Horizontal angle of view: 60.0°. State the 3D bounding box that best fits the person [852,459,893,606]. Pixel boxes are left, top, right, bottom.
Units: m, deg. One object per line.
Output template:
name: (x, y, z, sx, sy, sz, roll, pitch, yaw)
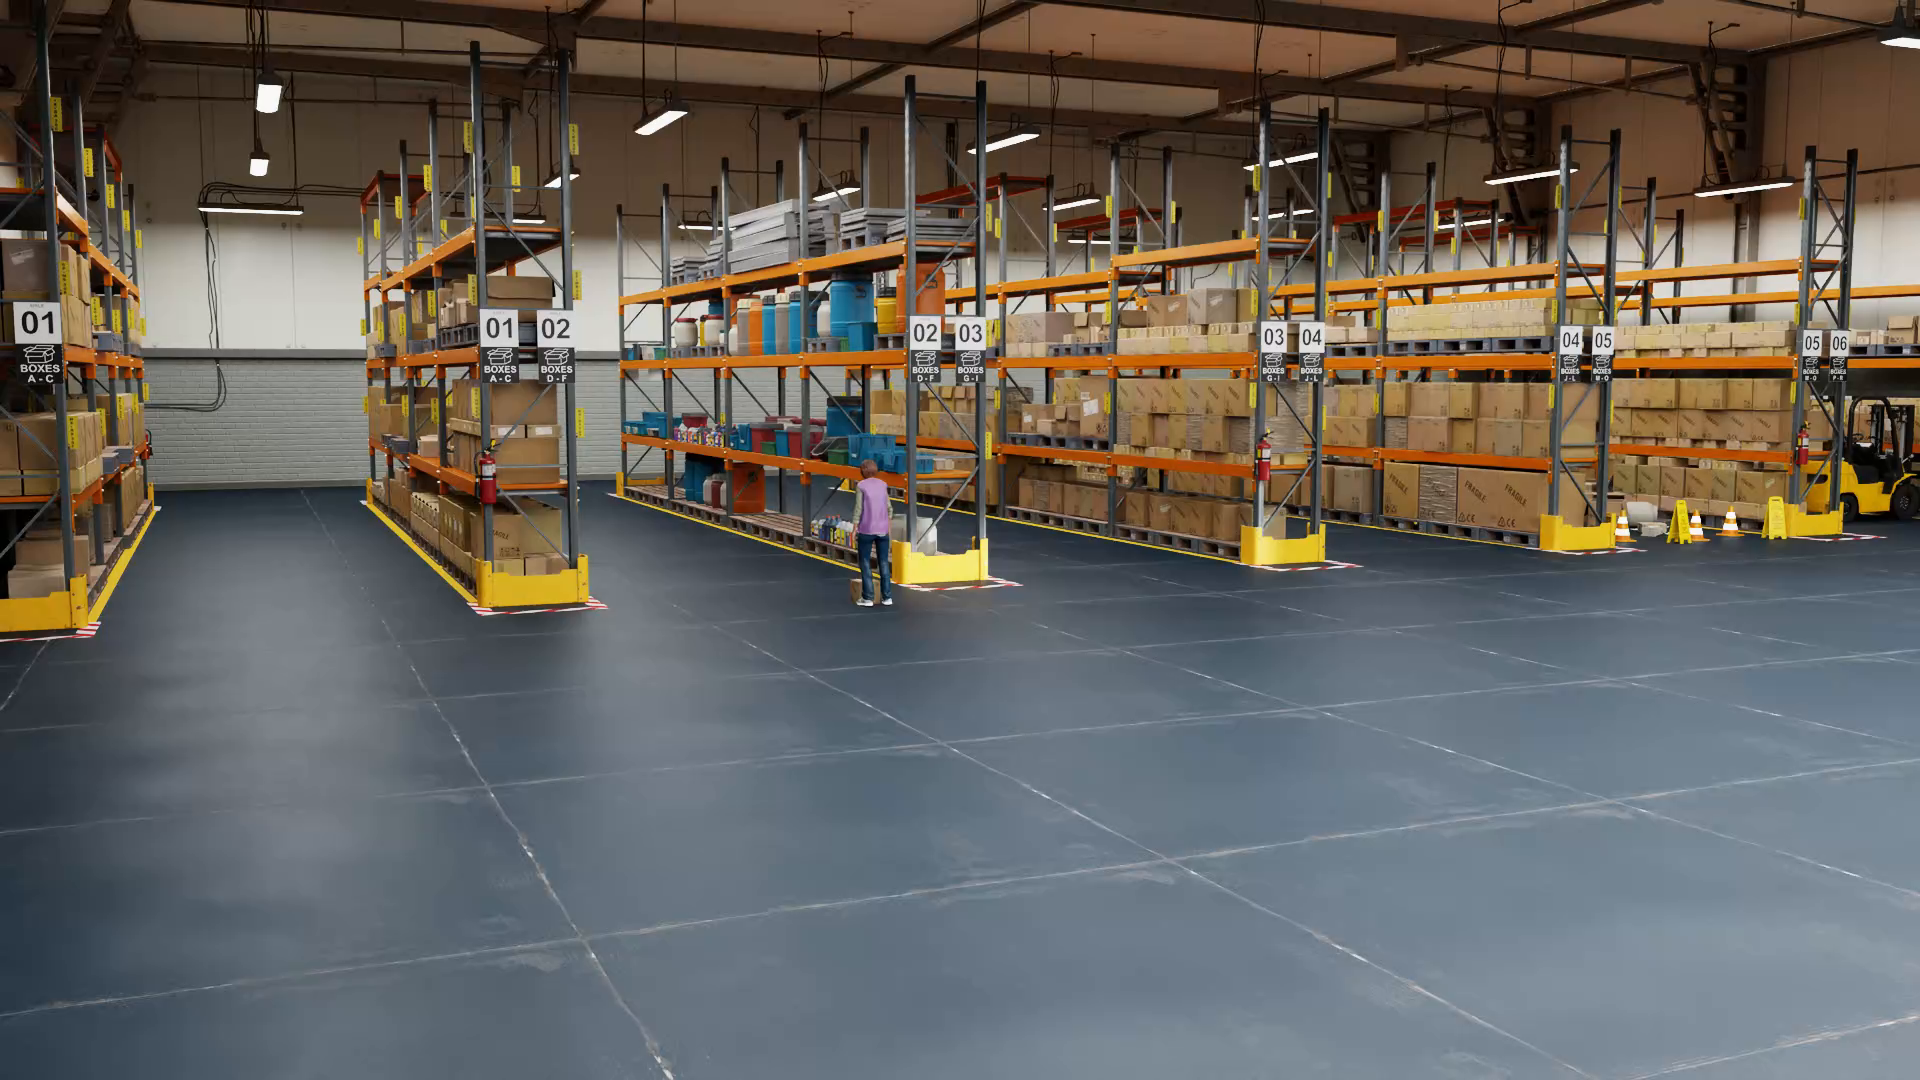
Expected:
person: (-0.944, -0.080, 18.031, 0.485, 1.593, 0.342, -3, 6, -27)
